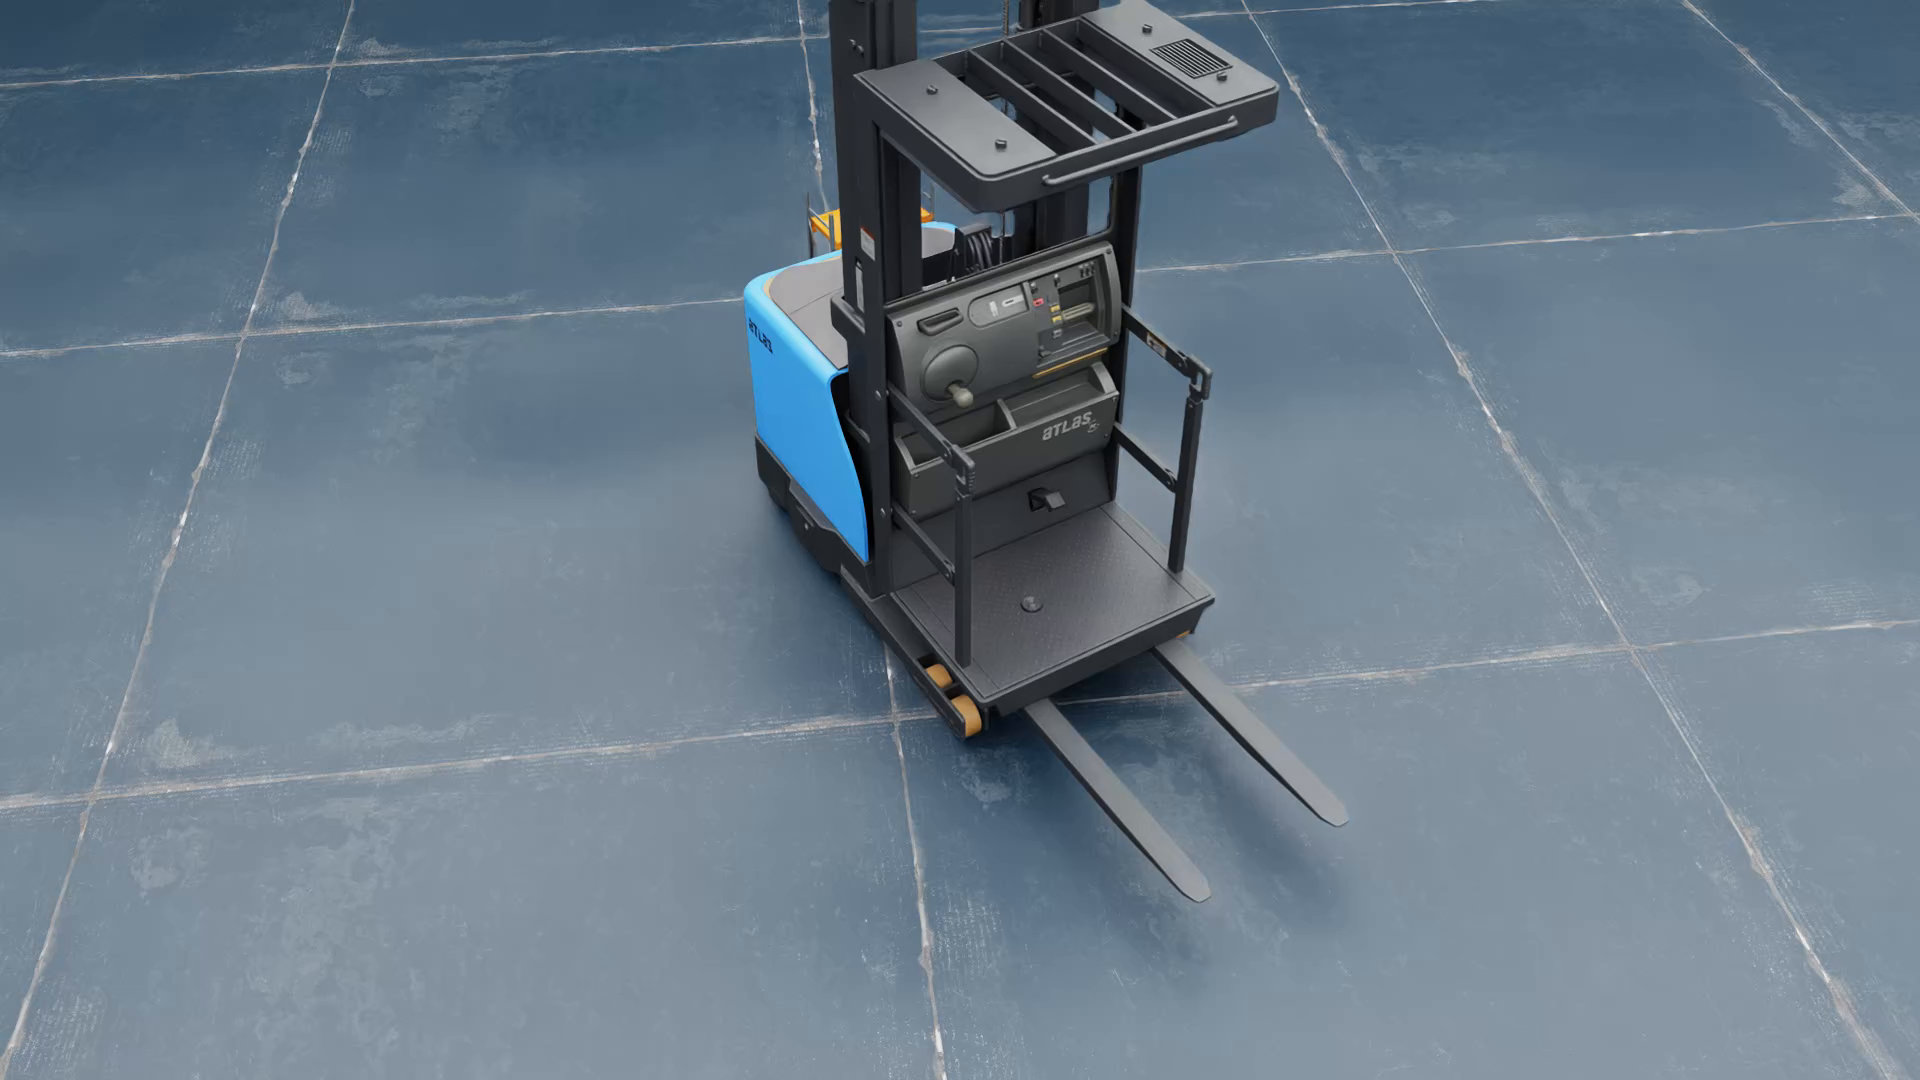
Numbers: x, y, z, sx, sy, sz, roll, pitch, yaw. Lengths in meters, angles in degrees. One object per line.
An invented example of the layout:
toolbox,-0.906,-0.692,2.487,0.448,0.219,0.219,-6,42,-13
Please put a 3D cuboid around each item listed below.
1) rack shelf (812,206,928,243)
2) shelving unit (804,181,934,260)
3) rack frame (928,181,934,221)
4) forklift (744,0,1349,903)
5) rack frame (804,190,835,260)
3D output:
rack shelf,-0.390,-1.392,7.252,0.457,0.050,0.221,-22,47,-23
shelving unit,-0.390,-1.071,7.541,0.503,1.200,0.258,-22,47,-23
rack frame,-0.182,-1.156,7.636,0.015,1.200,0.240,-22,47,-23
forklift,0.292,-0.687,5.824,1.130,2.935,3.031,-22,47,-23
rack frame,-0.598,-0.985,7.447,0.015,1.200,0.240,-22,47,-23
